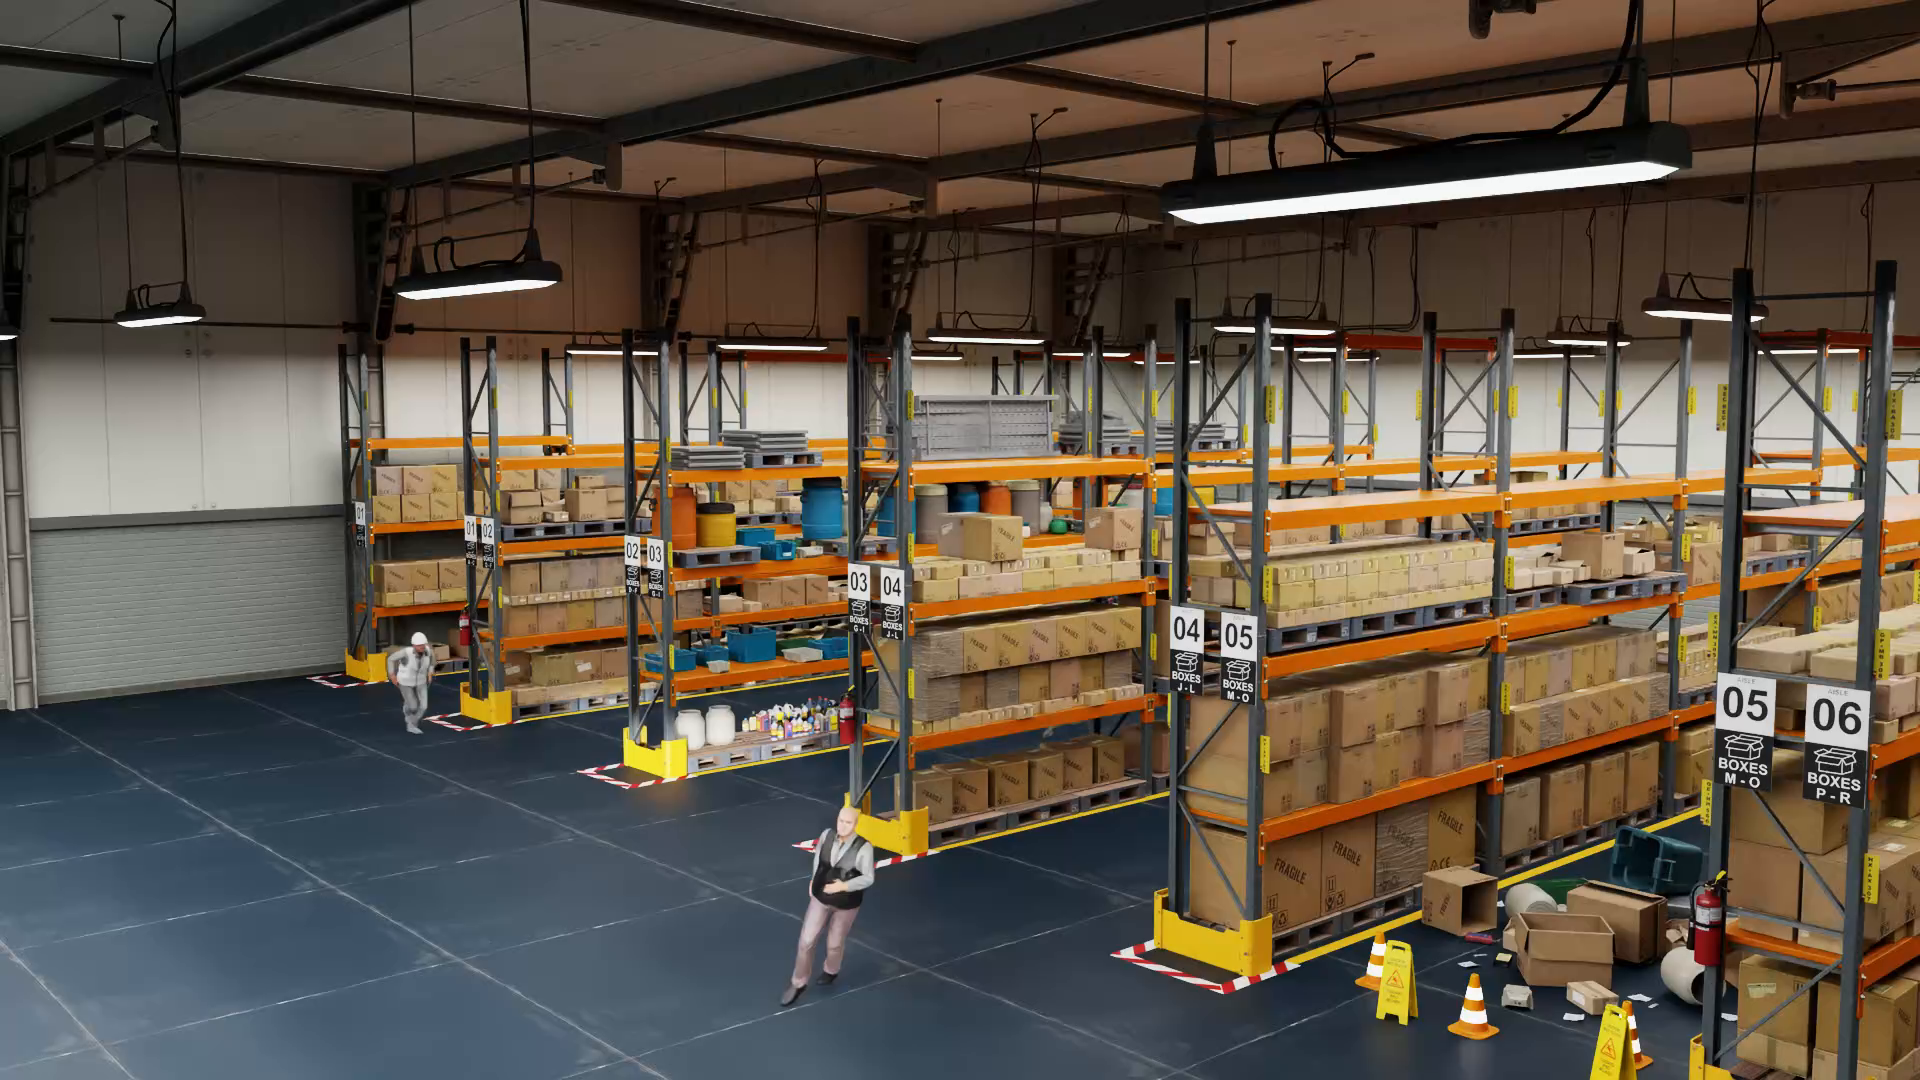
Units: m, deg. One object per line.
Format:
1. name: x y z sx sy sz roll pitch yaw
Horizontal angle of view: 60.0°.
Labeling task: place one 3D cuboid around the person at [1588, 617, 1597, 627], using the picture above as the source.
1. person: 10.049 1.959 26.294 0.727 1.683 0.814 -1 5 -10

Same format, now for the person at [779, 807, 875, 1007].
1. person: -1.079 3.050 14.058 0.785 1.670 0.800 1 5 11

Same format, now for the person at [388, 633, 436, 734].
1. person: -8.201 2.151 24.897 0.685 1.590 0.856 -4 6 -35

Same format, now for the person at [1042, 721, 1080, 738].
1. person: 1.527 1.971 23.974 0.663 1.674 0.889 5 7 42
